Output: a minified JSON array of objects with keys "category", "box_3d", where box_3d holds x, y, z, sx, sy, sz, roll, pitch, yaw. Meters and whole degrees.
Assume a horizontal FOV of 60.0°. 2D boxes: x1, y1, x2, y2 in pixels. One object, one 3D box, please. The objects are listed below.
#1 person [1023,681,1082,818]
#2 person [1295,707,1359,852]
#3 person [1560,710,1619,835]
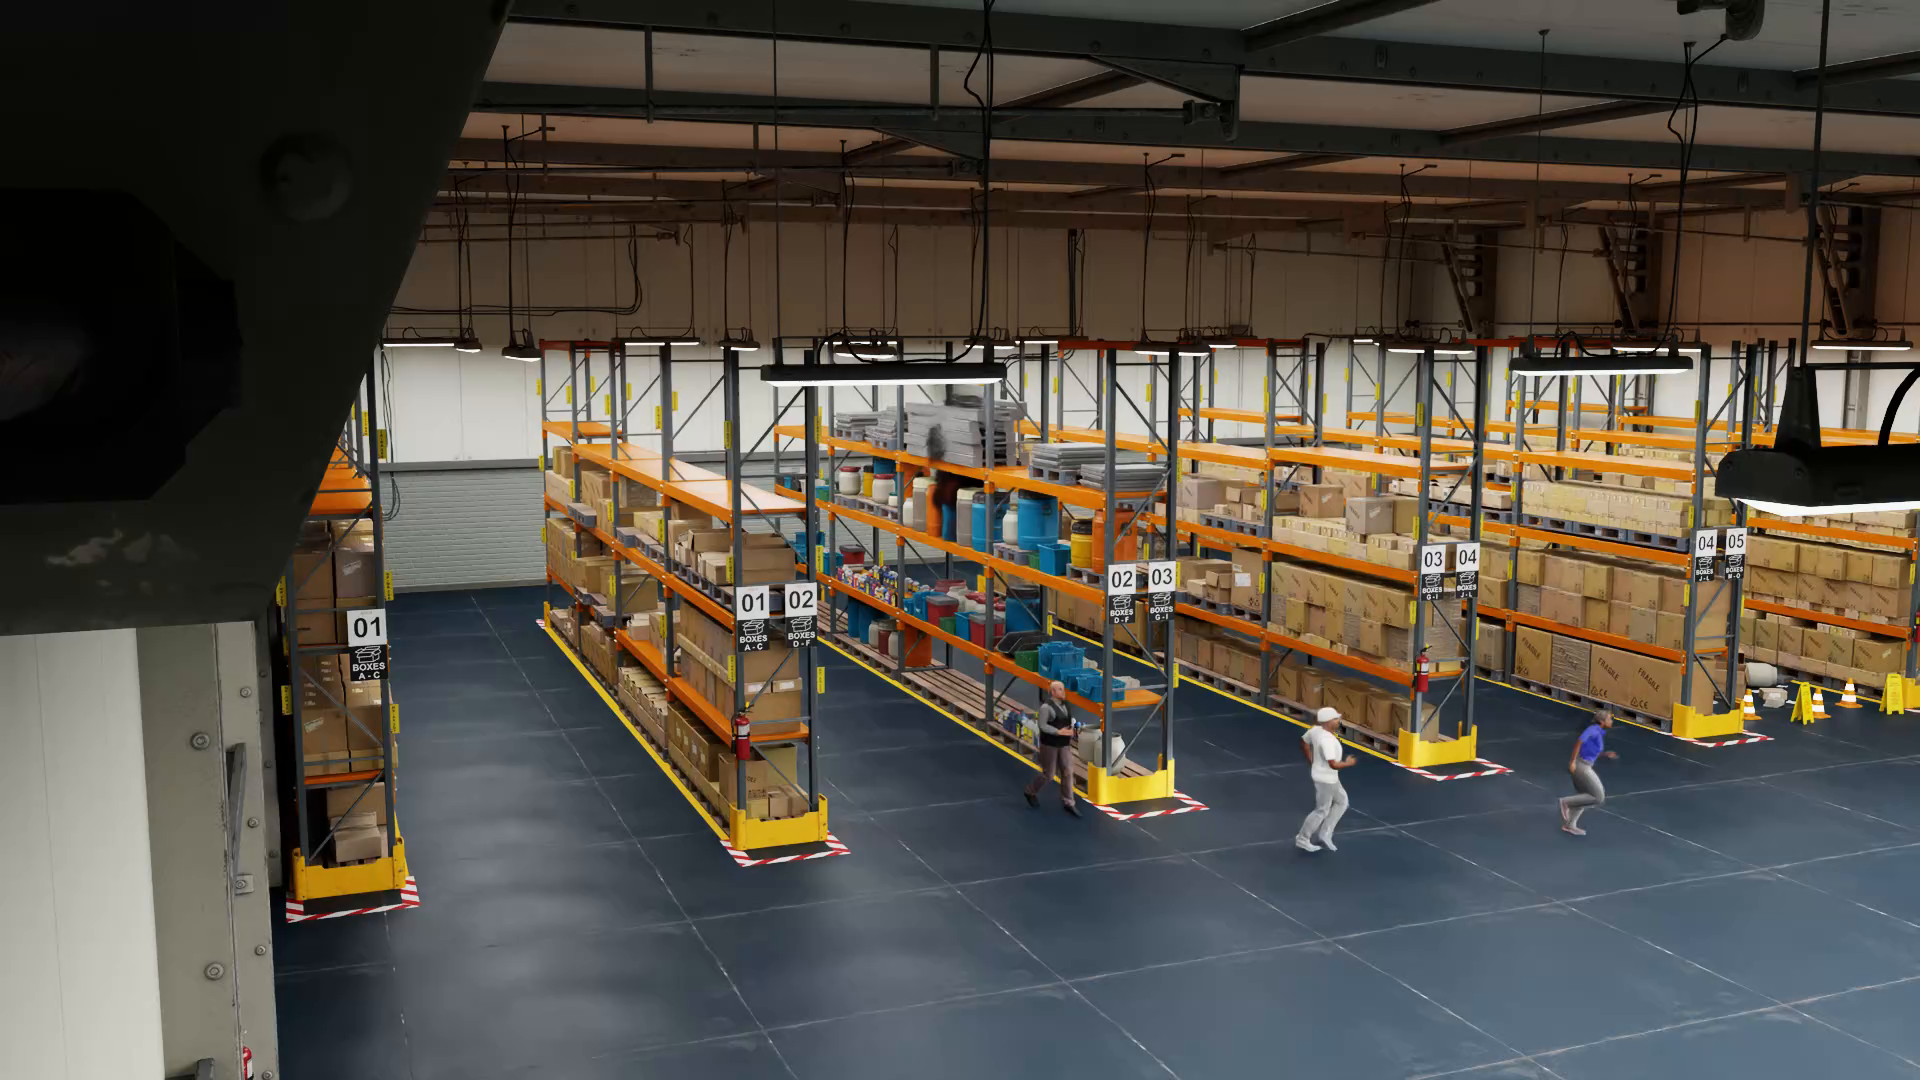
[{"category":"person","box_3d":[1.218,2.685,21.550,0.846,1.756,0.673,6,10,41]},{"category":"person","box_3d":[4.390,2.883,19.882,0.713,1.810,0.731,1,7,6]},{"category":"person","box_3d":[7.826,2.883,20.682,0.675,1.582,0.561,2,8,12]}]
